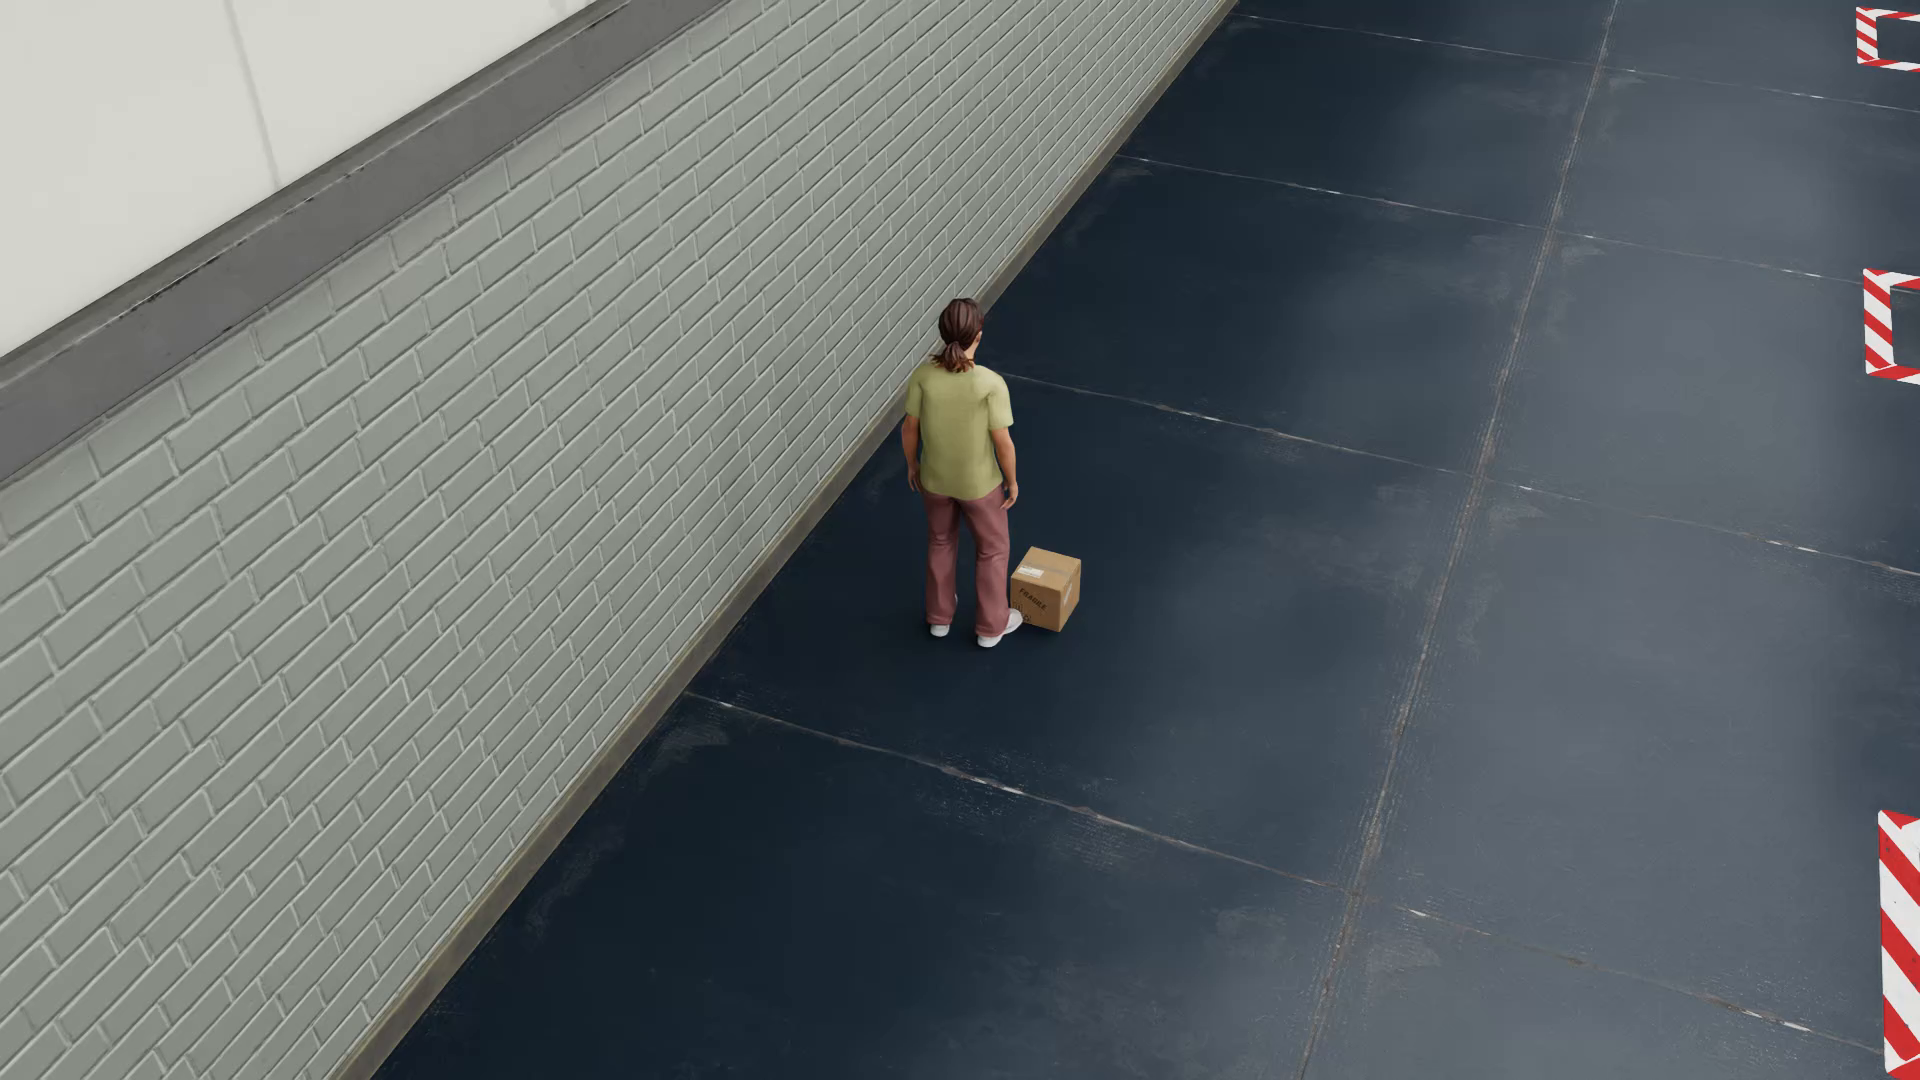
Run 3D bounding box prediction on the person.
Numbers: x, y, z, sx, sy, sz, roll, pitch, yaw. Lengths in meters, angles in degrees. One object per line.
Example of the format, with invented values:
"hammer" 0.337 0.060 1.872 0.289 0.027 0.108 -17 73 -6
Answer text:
"person" 0.015 -0.268 7.168 0.511 1.671 0.363 12 39 15
